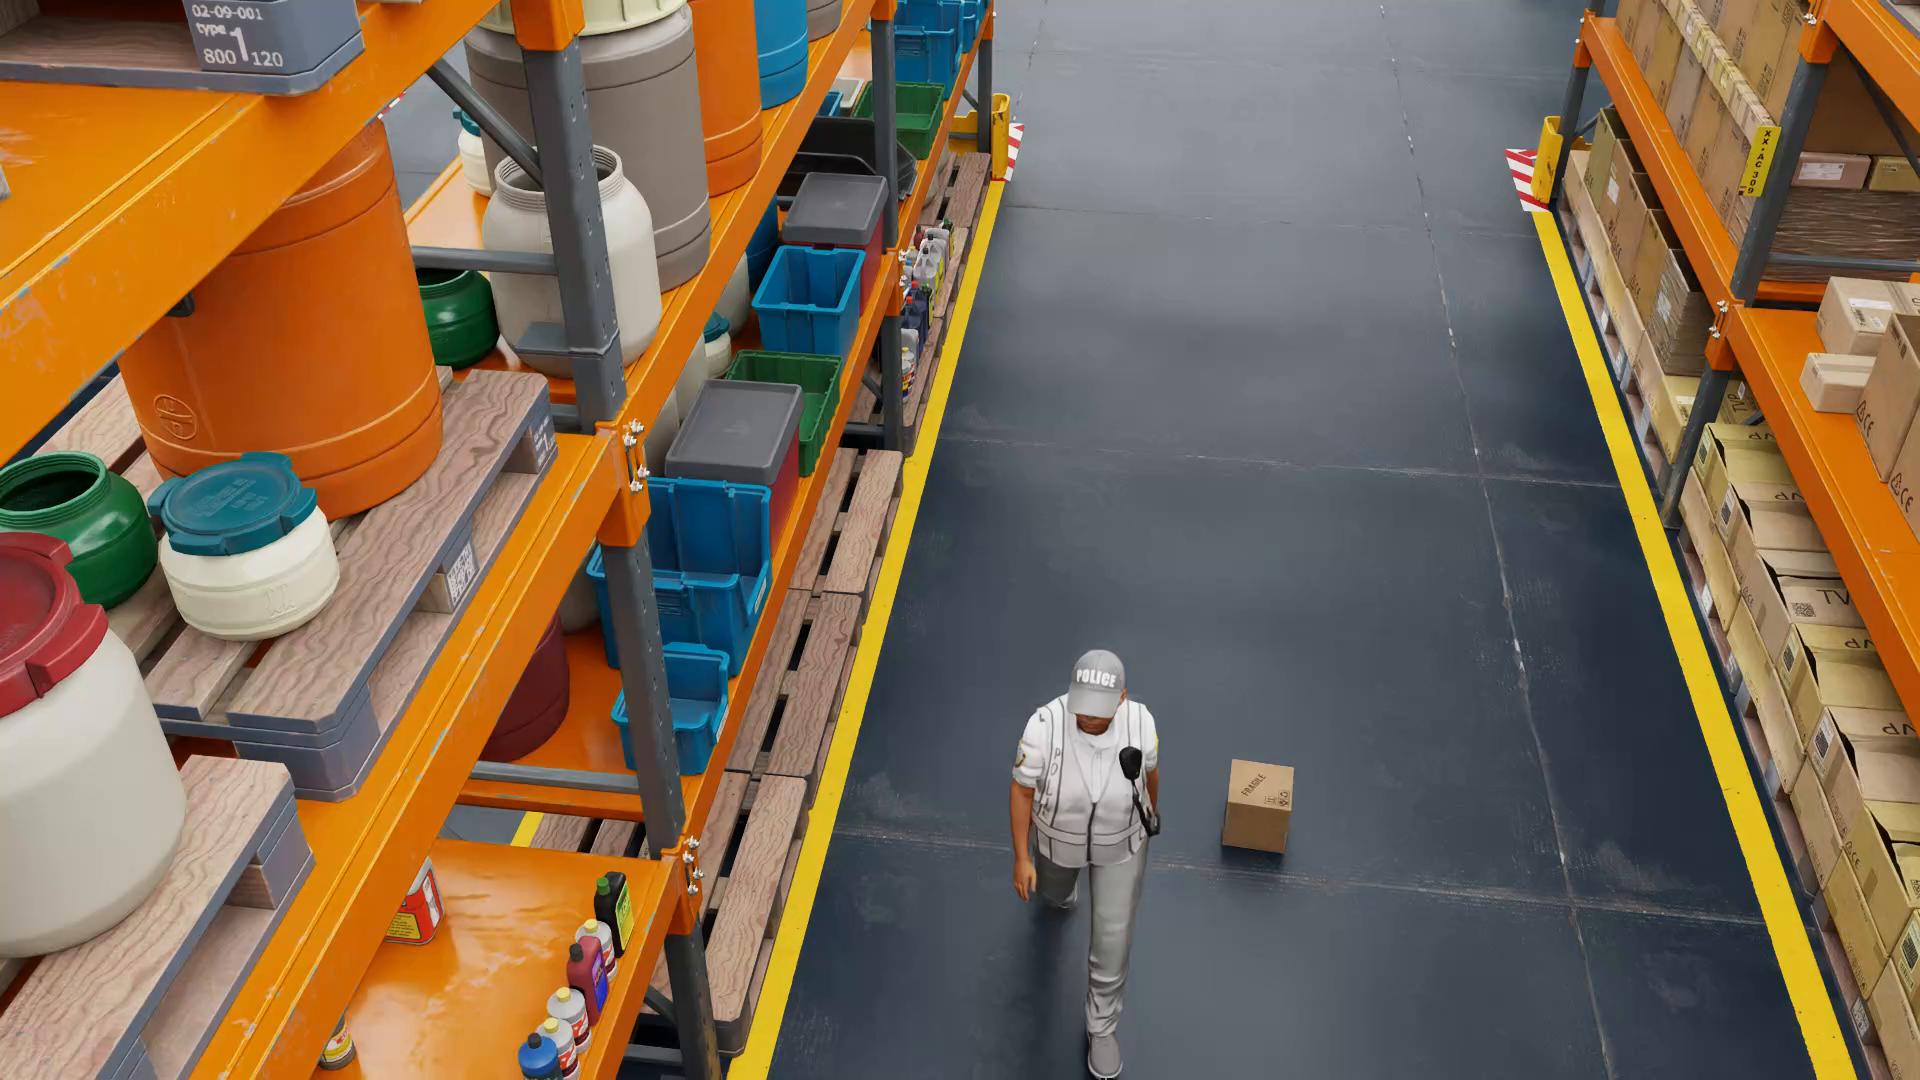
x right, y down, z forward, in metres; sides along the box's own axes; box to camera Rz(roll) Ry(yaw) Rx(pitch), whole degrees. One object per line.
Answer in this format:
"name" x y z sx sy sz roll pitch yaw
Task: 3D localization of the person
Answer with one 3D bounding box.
"person" 0.431 0.968 5.741 0.516 1.603 1.015 3 36 4
